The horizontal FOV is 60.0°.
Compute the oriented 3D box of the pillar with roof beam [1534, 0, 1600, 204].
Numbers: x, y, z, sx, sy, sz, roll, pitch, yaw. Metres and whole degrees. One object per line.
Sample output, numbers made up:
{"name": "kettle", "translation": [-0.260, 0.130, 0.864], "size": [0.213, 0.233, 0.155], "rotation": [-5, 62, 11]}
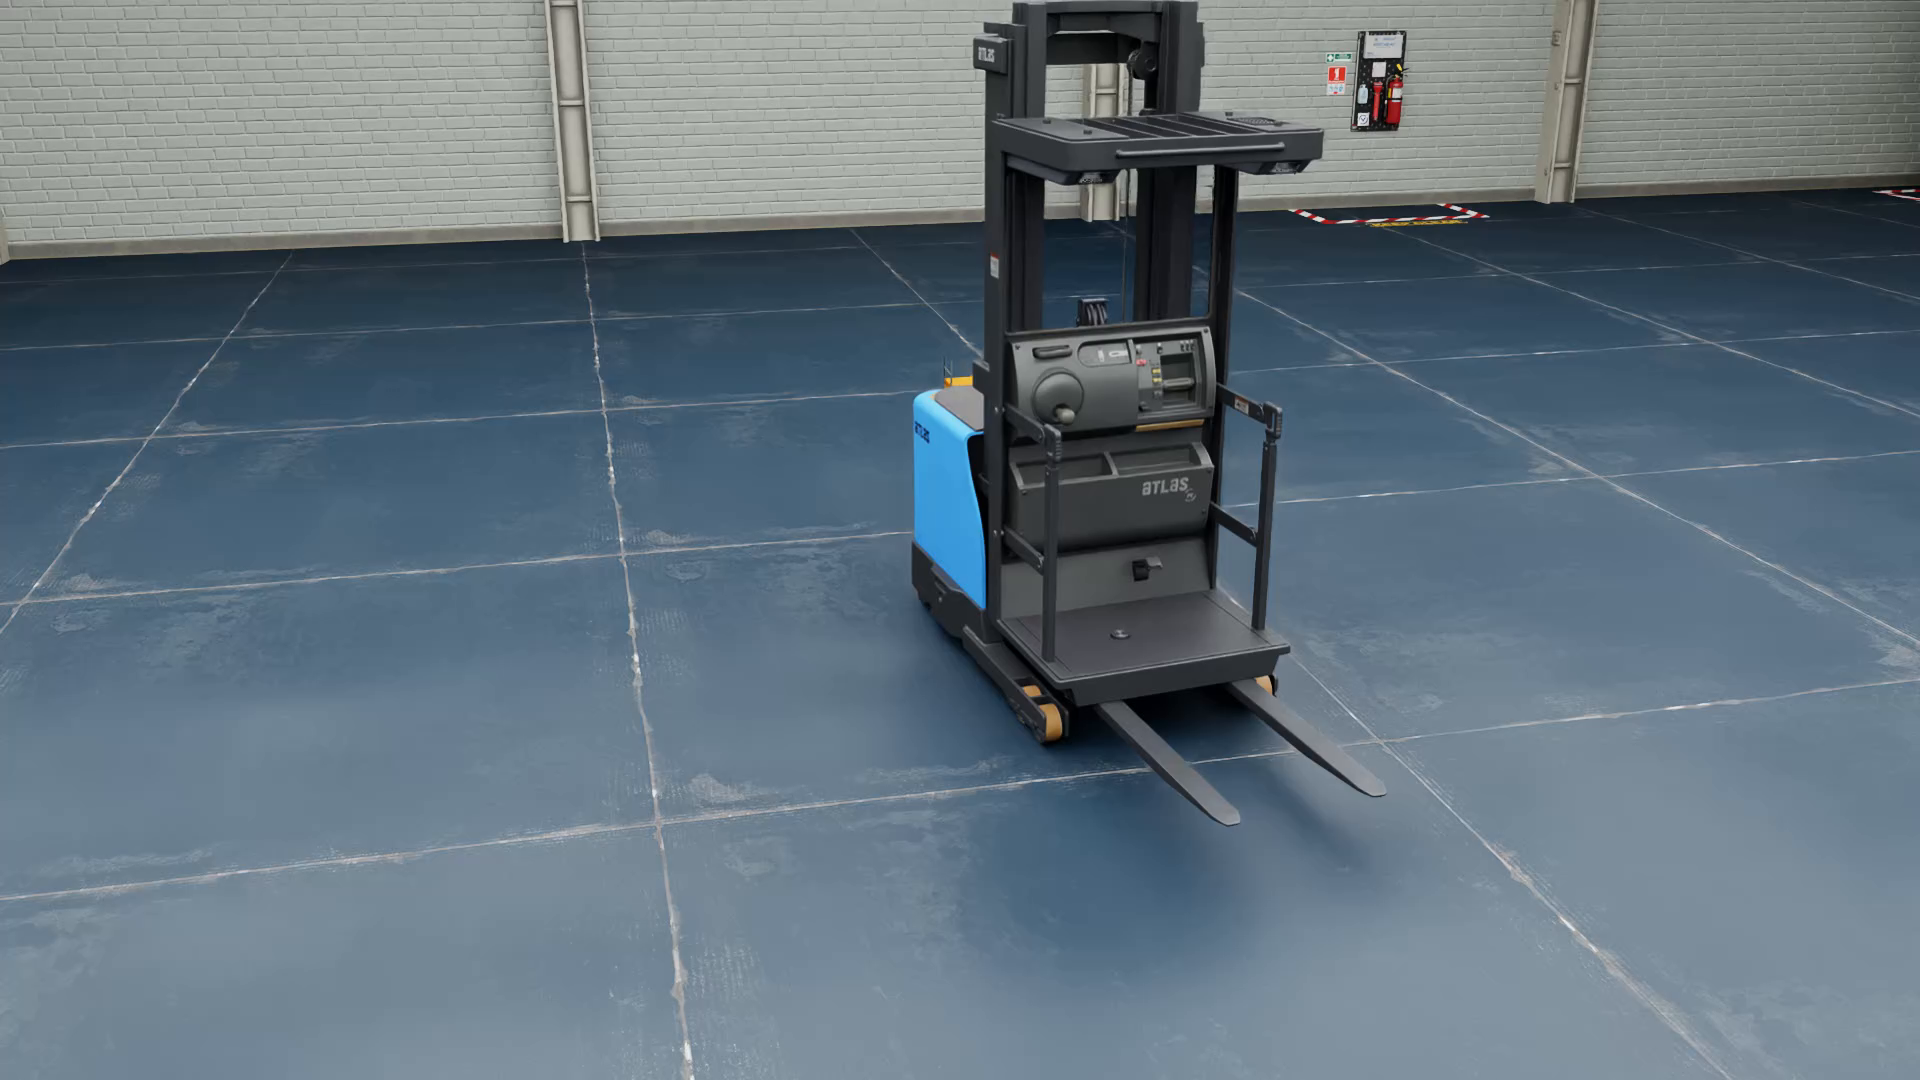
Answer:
{"name": "pillar with roof beam", "translation": [8.483, -7.062, 15.511], "size": [0.400, 9.000, 9.100], "rotation": [-5, 21, -12]}

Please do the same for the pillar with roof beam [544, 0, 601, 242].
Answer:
{"name": "pillar with roof beam", "translation": [-3.195, -6.113, 12.918], "size": [0.400, 9.000, 9.100], "rotation": [-5, 21, -12]}

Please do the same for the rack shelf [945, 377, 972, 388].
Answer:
{"name": "rack shelf", "translation": [0.052, -0.754, 9.052], "size": [0.240, 0.259, 0.215], "rotation": [-5, 21, -12]}

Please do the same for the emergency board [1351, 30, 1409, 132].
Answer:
{"name": "emergency board", "translation": [5.079, -5.504, 19.978], "size": [0.643, 1.169, 0.194], "rotation": [-5, 21, -12]}

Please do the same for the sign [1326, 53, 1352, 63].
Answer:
{"name": "sign", "translation": [4.523, -5.757, 19.848], "size": [0.331, 0.109, 0.001], "rotation": [-5, 21, -12]}

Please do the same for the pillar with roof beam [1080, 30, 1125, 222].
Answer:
{"name": "pillar with roof beam", "translation": [2.644, -6.587, 14.215], "size": [0.400, 9.000, 9.100], "rotation": [-5, 21, -12]}

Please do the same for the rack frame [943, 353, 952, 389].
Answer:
{"name": "rack frame", "translation": [-0.067, -0.488, 9.119], "size": [0.008, 1.050, 0.200], "rotation": [-5, 21, -12]}

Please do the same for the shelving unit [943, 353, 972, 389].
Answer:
{"name": "shelving unit", "translation": [0.052, -0.497, 9.146], "size": [0.252, 1.050, 0.215], "rotation": [-5, 21, -12]}

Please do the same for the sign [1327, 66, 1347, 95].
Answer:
{"name": "sign", "translation": [4.517, -5.511, 19.947], "size": [0.234, 0.329, 0.001], "rotation": [-5, 21, -12]}

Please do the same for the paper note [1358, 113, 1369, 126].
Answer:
{"name": "paper note", "translation": [4.891, -5.099, 20.154], "size": [0.142, 0.148, 0.016], "rotation": [-5, 21, -12]}

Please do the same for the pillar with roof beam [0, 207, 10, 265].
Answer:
{"name": "pillar with roof beam", "translation": [-9.034, -5.638, 11.622], "size": [0.400, 9.000, 9.100], "rotation": [-5, 21, -12]}

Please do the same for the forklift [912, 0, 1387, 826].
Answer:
{"name": "forklift", "translation": [0.739, -0.683, 6.917], "size": [1.130, 2.935, 3.031], "rotation": [-7, 21, -19]}
